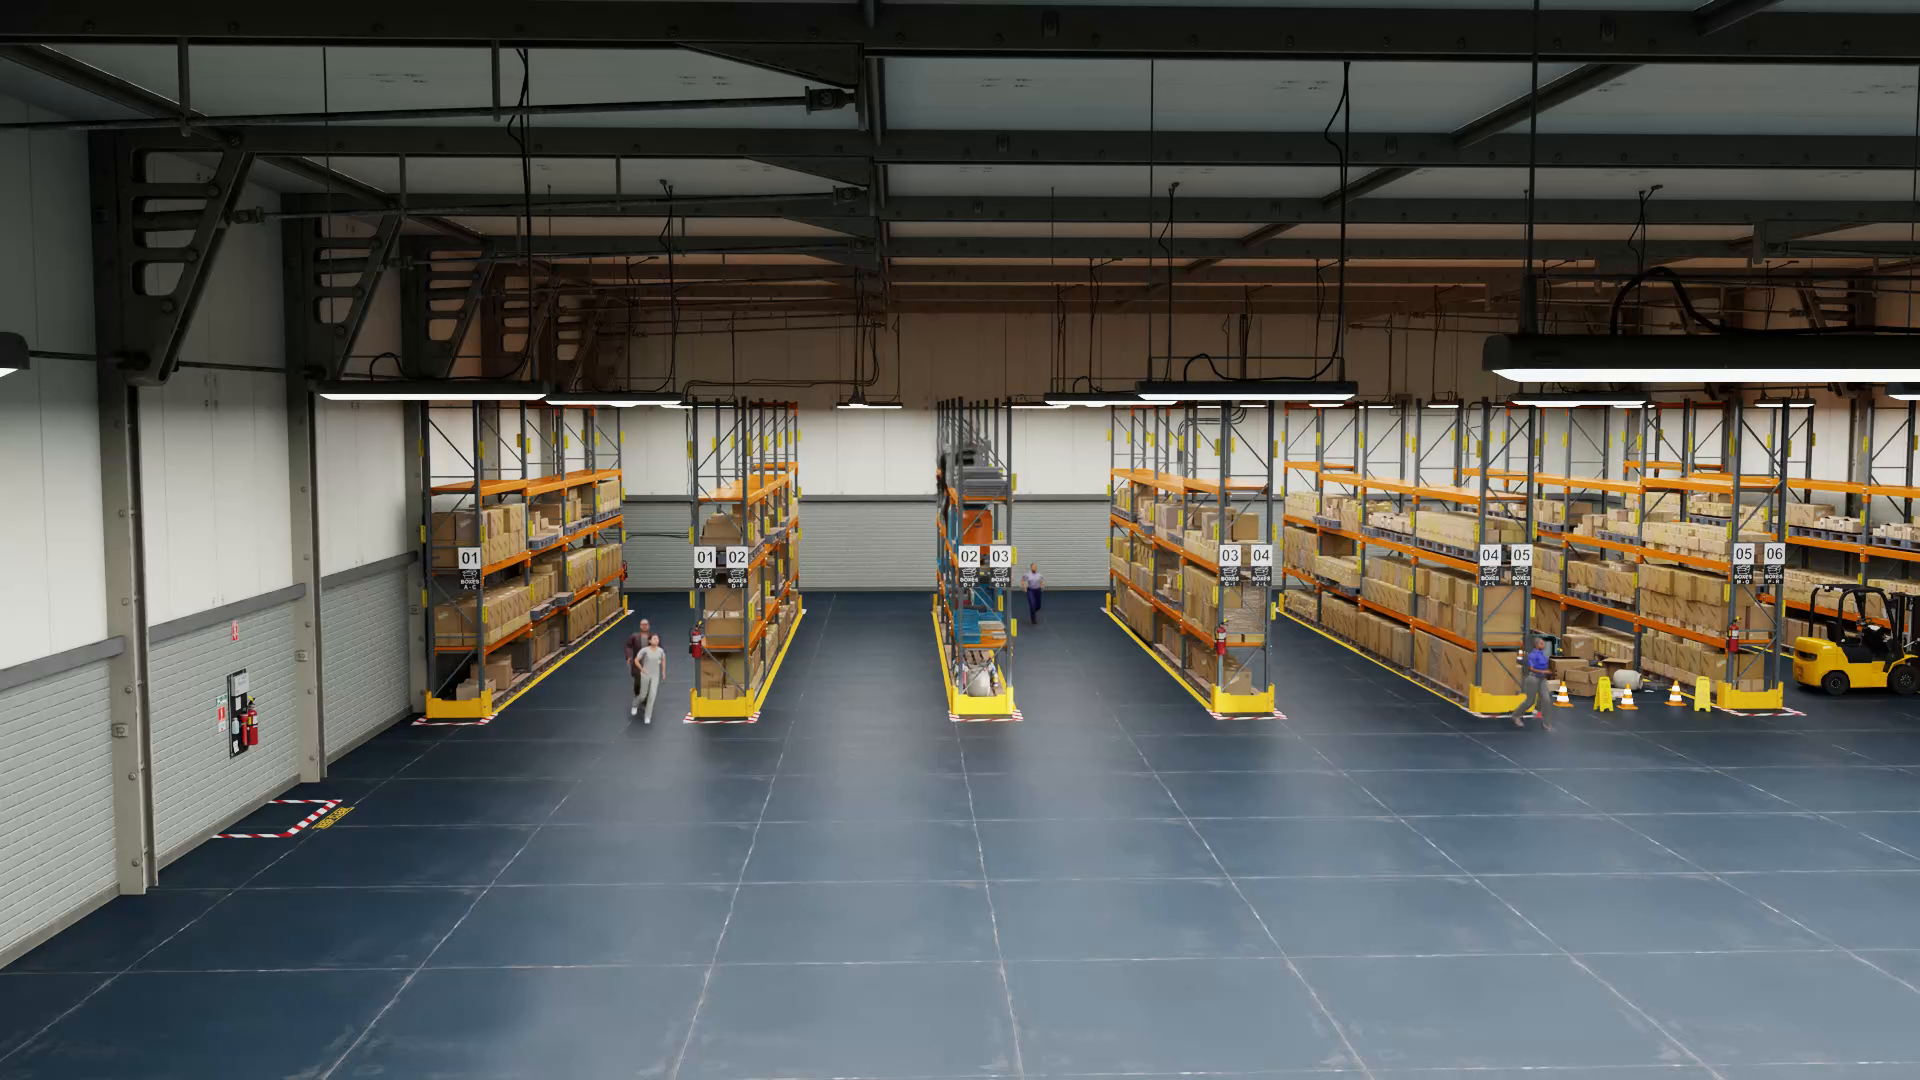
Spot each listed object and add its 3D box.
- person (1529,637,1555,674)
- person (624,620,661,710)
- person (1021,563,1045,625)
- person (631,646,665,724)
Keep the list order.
[{"bbox_3d":[10.402,2.147,29.802,0.592,0.811,0.607,-4,6,-43],"label":"person"},{"bbox_3d":[-6.080,2.399,31.965,0.707,1.725,0.570,-1,5,-16],"label":"person"},{"bbox_3d":[1.989,1.437,44.891,0.617,1.620,0.873,-1,5,-15],"label":"person"},{"bbox_3d":[-5.710,2.652,30.778,0.603,1.373,0.857,-2,5,-28],"label":"person"}]
